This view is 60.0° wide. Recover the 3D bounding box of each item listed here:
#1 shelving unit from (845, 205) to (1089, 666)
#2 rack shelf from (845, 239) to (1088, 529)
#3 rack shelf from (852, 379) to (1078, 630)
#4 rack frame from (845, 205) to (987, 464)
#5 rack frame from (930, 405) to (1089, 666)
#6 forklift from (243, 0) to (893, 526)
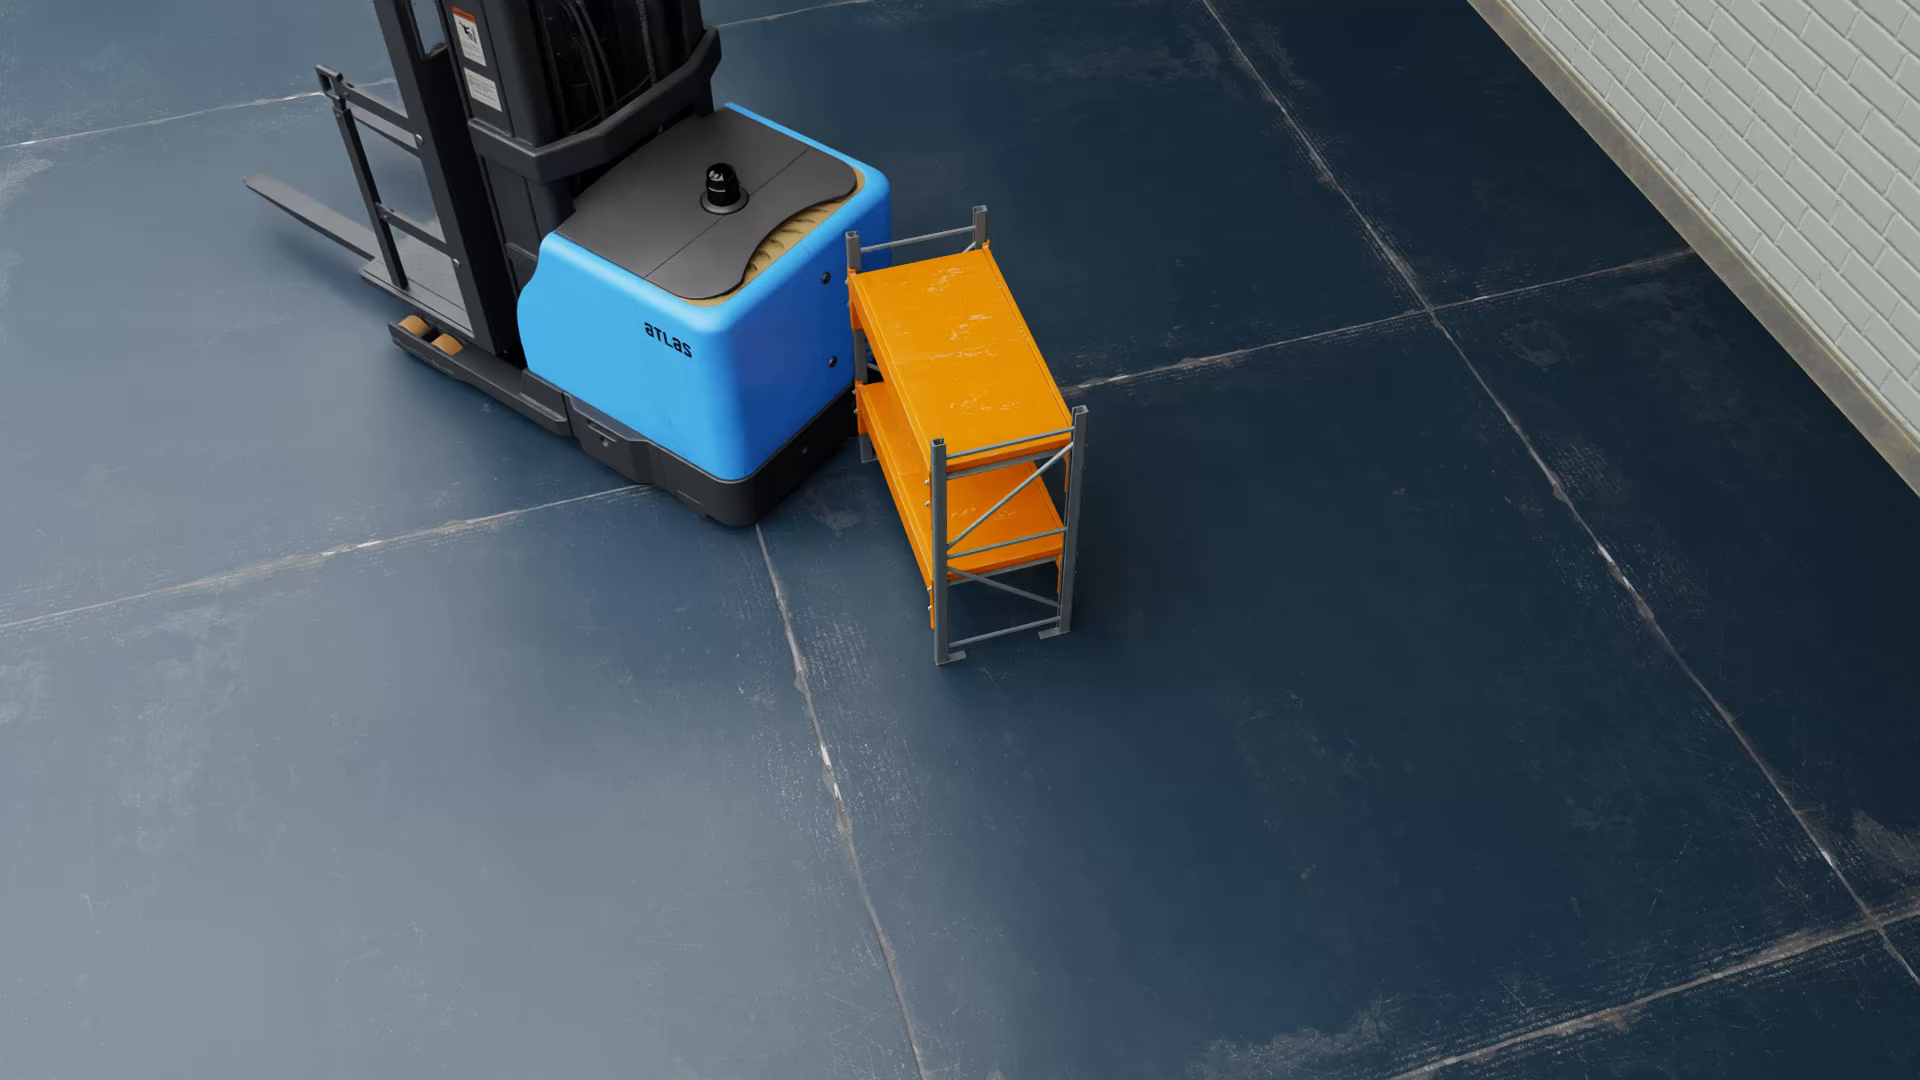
[{"bbox_3d":[0.002,-0.358,5.816,0.538,1.125,1.048,-13,51,-11],"label":"shelving unit"},{"bbox_3d":[0.002,-0.546,5.592,0.538,0.278,1.000,-13,51,-11],"label":"rack shelf"},{"bbox_3d":[0.002,-0.200,6.003,0.538,0.278,1.000,-13,51,-11],"label":"rack shelf"},{"bbox_3d":[-0.148,-0.729,6.129,0.500,1.125,0.032,-13,51,-11],"label":"rack frame"},{"bbox_3d":[0.152,0.014,5.503,0.500,1.125,0.032,-13,51,-11],"label":"rack frame"},{"bbox_3d":[-1.728,-1.920,5.951,3.031,2.935,1.130,29,56,22],"label":"forklift"}]
